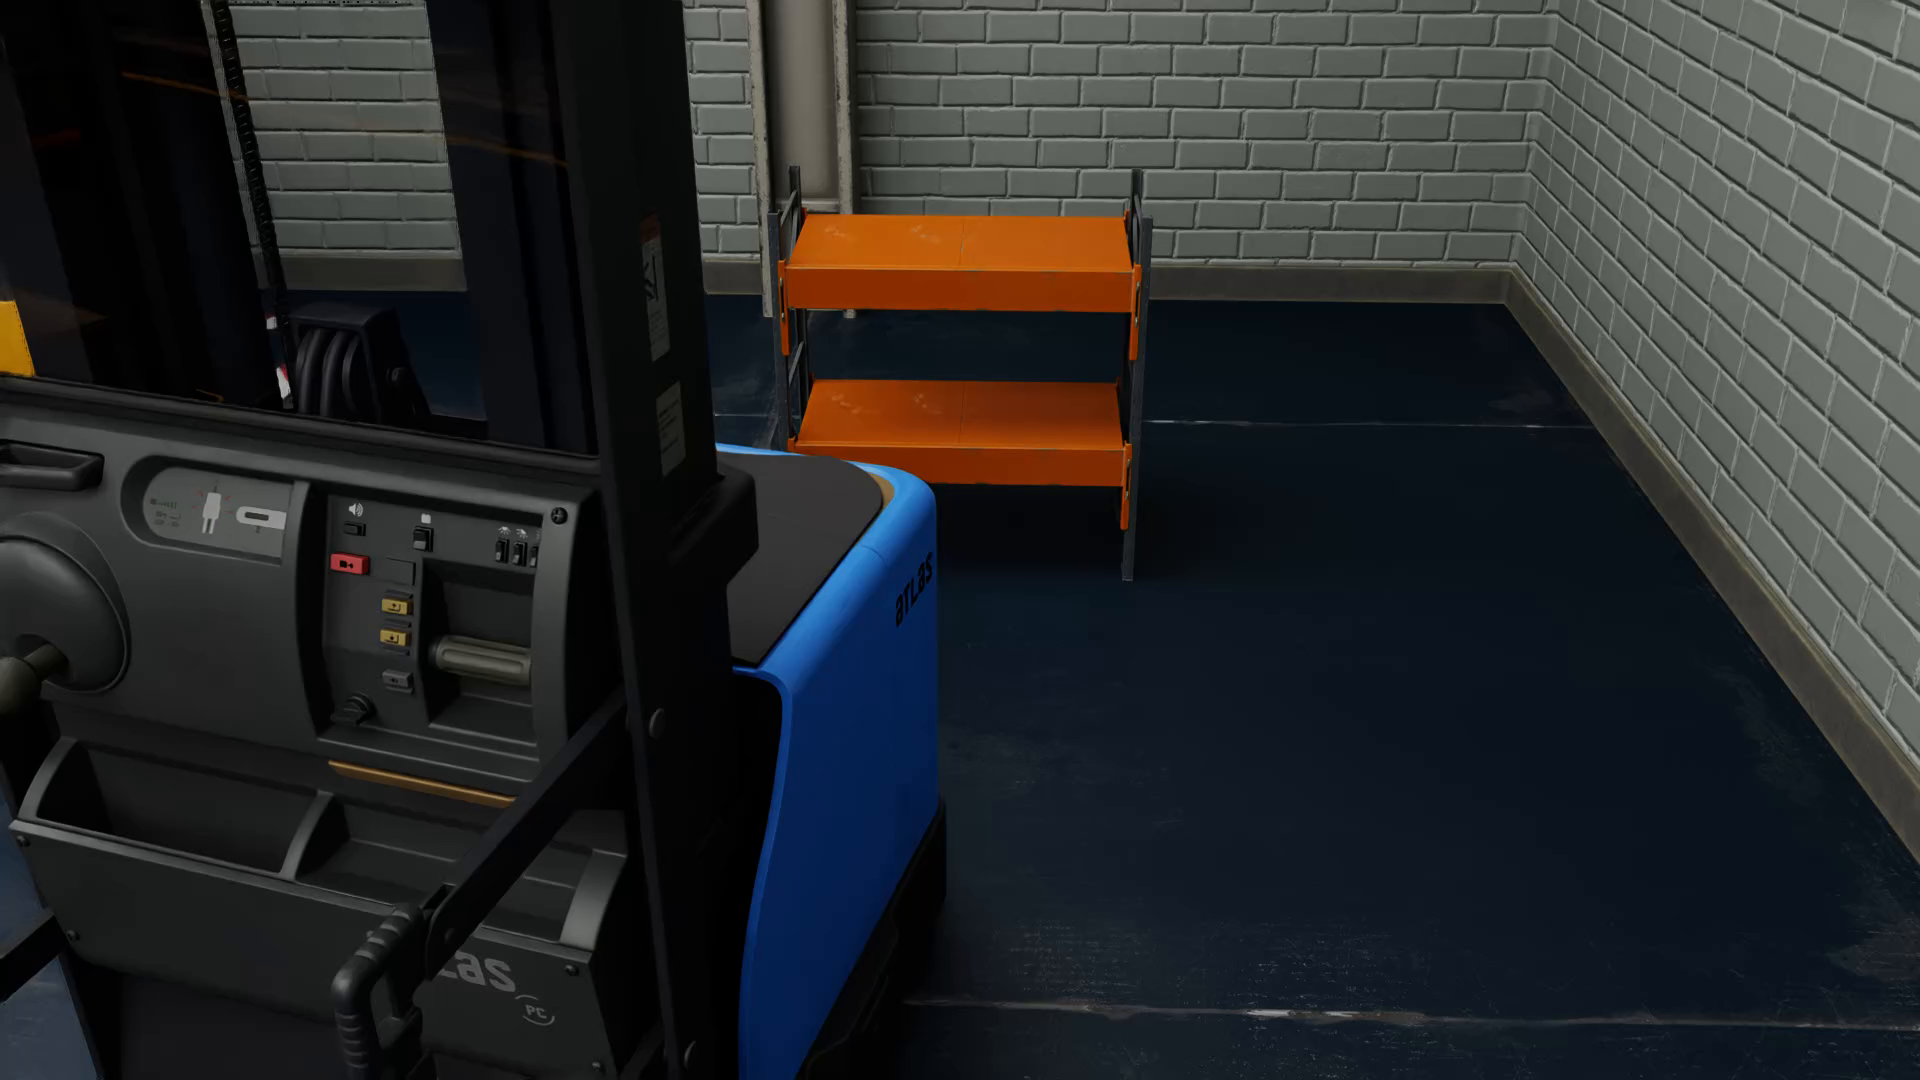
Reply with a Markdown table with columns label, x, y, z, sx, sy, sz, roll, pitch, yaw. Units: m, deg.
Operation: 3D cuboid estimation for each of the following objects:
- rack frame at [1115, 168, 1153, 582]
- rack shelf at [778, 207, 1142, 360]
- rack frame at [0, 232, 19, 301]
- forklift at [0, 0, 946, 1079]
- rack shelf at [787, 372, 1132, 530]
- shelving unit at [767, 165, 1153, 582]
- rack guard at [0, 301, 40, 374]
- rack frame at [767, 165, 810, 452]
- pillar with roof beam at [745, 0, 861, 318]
| label | x | y | z | sx | sy | sz | roll | pitch | yaw |
| --- | --- | --- | --- | --- | --- | --- | --- | --- | --- |
| rack frame | 0.515 | -0.488 | 4.970 | 0.032 | 1.125 | 0.500 | 1 | 28 | 2 |
| rack shelf | 0.007 | -0.755 | 4.849 | 1.000 | 0.278 | 0.538 | 1 | 28 | 2 |
| rack frame | -3.356 | -1.976 | 5.776 | 0.127 | 3.000 | 1.000 | 1 | 28 | 2 |
| forklift | -0.959 | 0.109 | 1.915 | 1.130 | 2.935 | 3.031 | 8 | 29 | 15 |
| rack shelf | 0.007 | -0.281 | 5.101 | 1.000 | 0.278 | 0.538 | 1 | 28 | 2 |
| shelving unit | 0.007 | -0.497 | 4.986 | 1.048 | 1.125 | 0.538 | 1 | 28 | 2 |
| rack guard | -3.332 | -0.872 | 6.360 | 0.348 | 0.500 | 1.175 | 1 | 28 | 2 |
| rack frame | -0.501 | -0.505 | 5.002 | 0.032 | 1.125 | 0.500 | 1 | 28 | 2 |
| pillar with roof beam | -0.779 | -2.972 | 1.249 | 0.400 | 9.000 | 9.100 | 1 | 28 | 2 |
